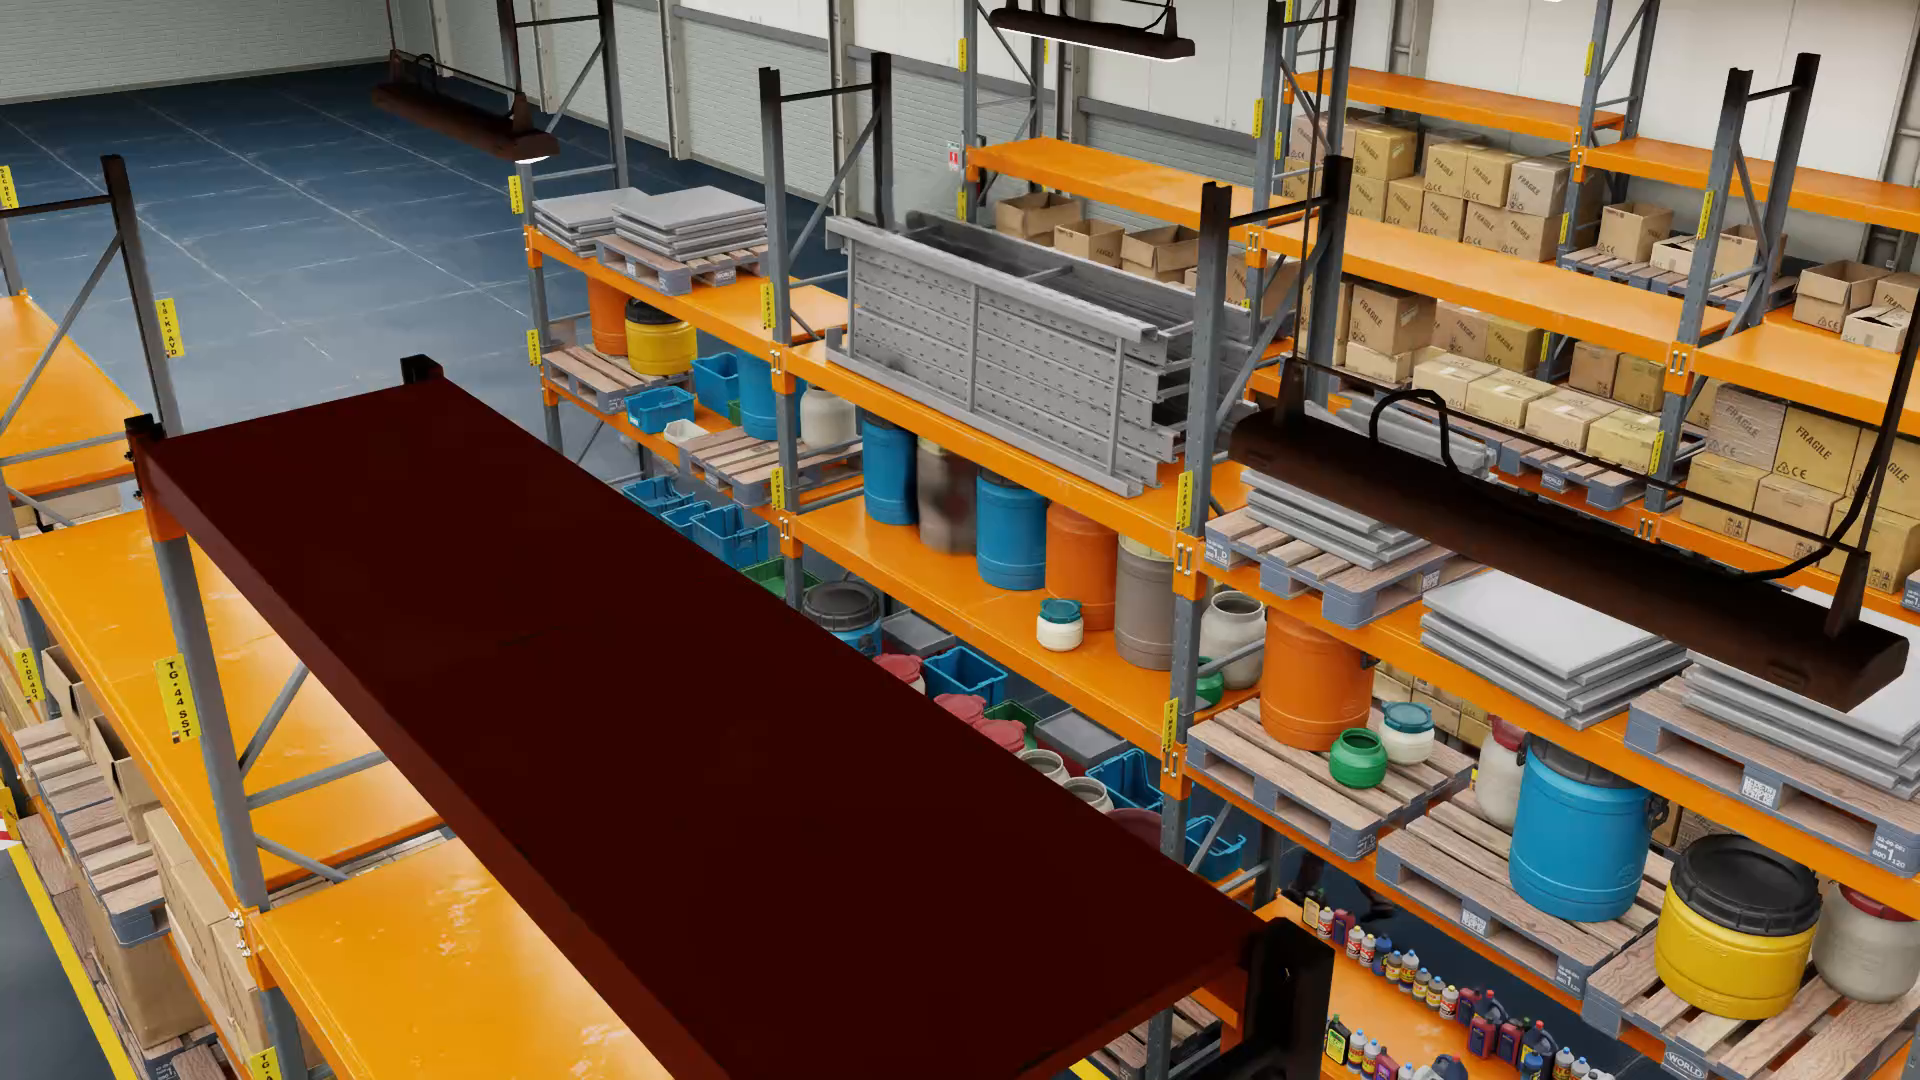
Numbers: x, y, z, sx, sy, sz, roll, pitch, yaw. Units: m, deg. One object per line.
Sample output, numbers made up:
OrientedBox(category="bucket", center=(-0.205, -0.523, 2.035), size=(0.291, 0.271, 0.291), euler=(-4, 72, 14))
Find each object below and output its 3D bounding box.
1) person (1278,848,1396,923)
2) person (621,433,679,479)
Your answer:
OrientedBox(category="person", center=(2.773, 2.029, 12.050), size=(0.950, 1.724, 0.657), euler=(22, 33, 37))
OrientedBox(category="person", center=(-3.632, -1.412, 19.292), size=(0.646, 1.622, 0.599), euler=(-9, 27, -17))
